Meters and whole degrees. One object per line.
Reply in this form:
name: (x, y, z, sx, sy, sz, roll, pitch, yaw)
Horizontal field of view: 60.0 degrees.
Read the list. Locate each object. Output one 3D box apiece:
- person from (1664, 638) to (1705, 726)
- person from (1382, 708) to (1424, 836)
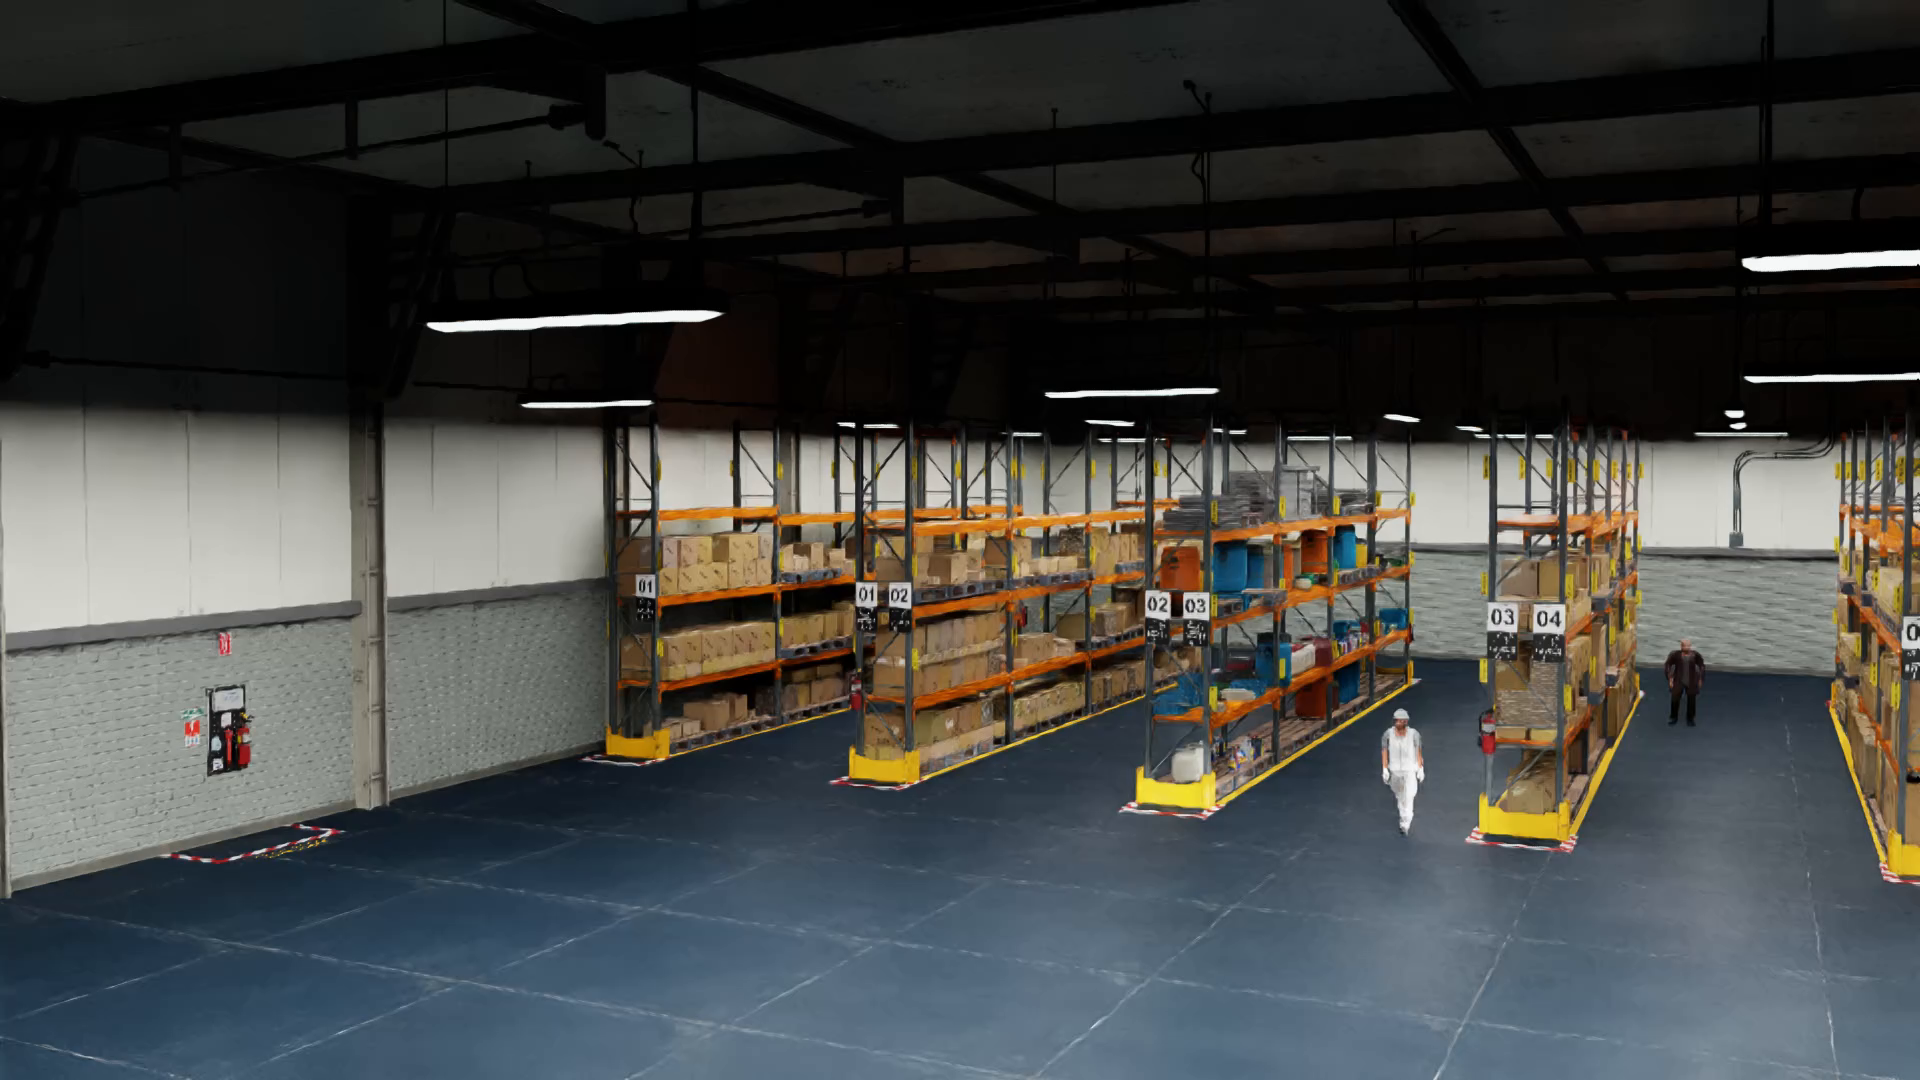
person: (14.192, 2.770, 32.581, 0.729, 1.732, 0.541, 1, 3, 23)
person: (6.083, 3.158, 22.928, 0.553, 1.693, 1.123, 1, 3, 28)
